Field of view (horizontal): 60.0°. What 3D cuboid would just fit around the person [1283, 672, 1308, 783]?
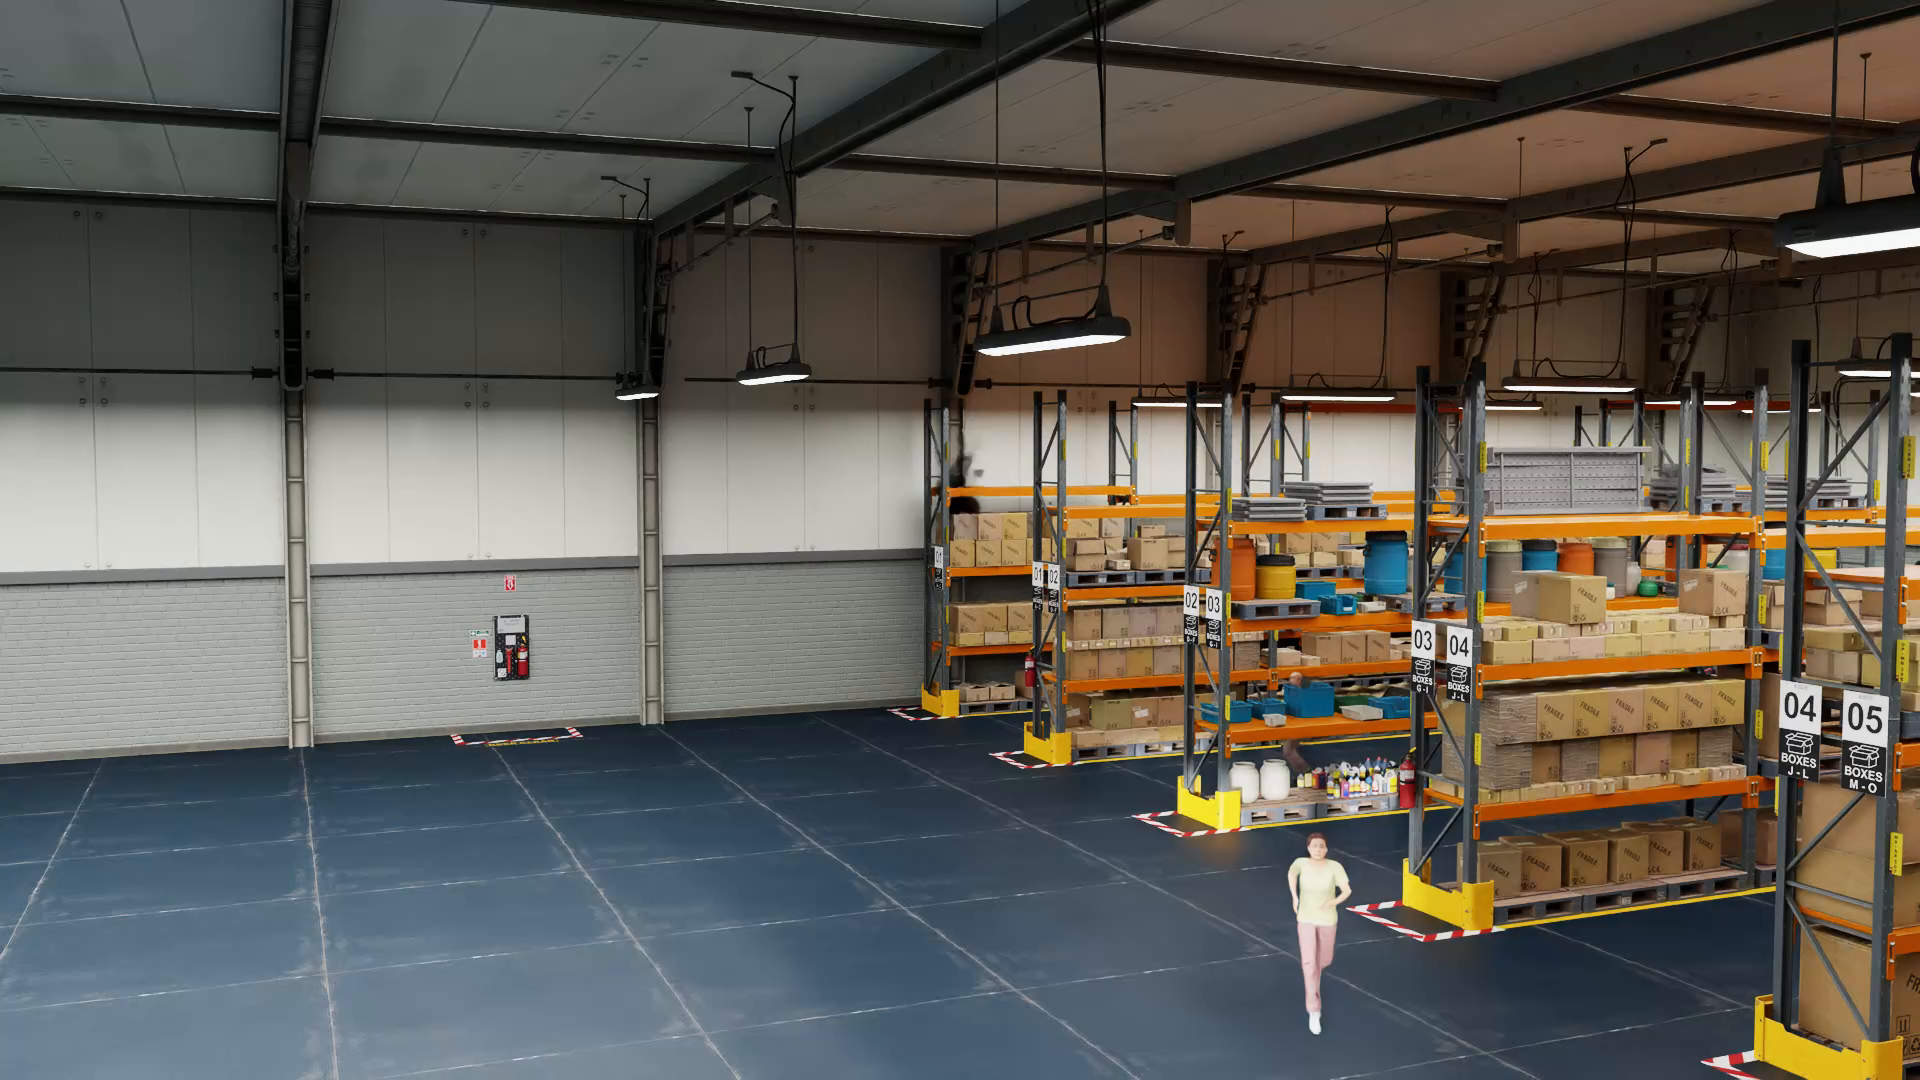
[{"bbox_3d":[5.029,2.836,25.061,0.638,1.697,0.657,-1,4,-22],"label":"person"}]

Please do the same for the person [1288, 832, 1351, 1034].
[{"bbox_3d":[3.247,3.459,15.026,0.534,1.691,1.115,0,3,5],"label":"person"}]
